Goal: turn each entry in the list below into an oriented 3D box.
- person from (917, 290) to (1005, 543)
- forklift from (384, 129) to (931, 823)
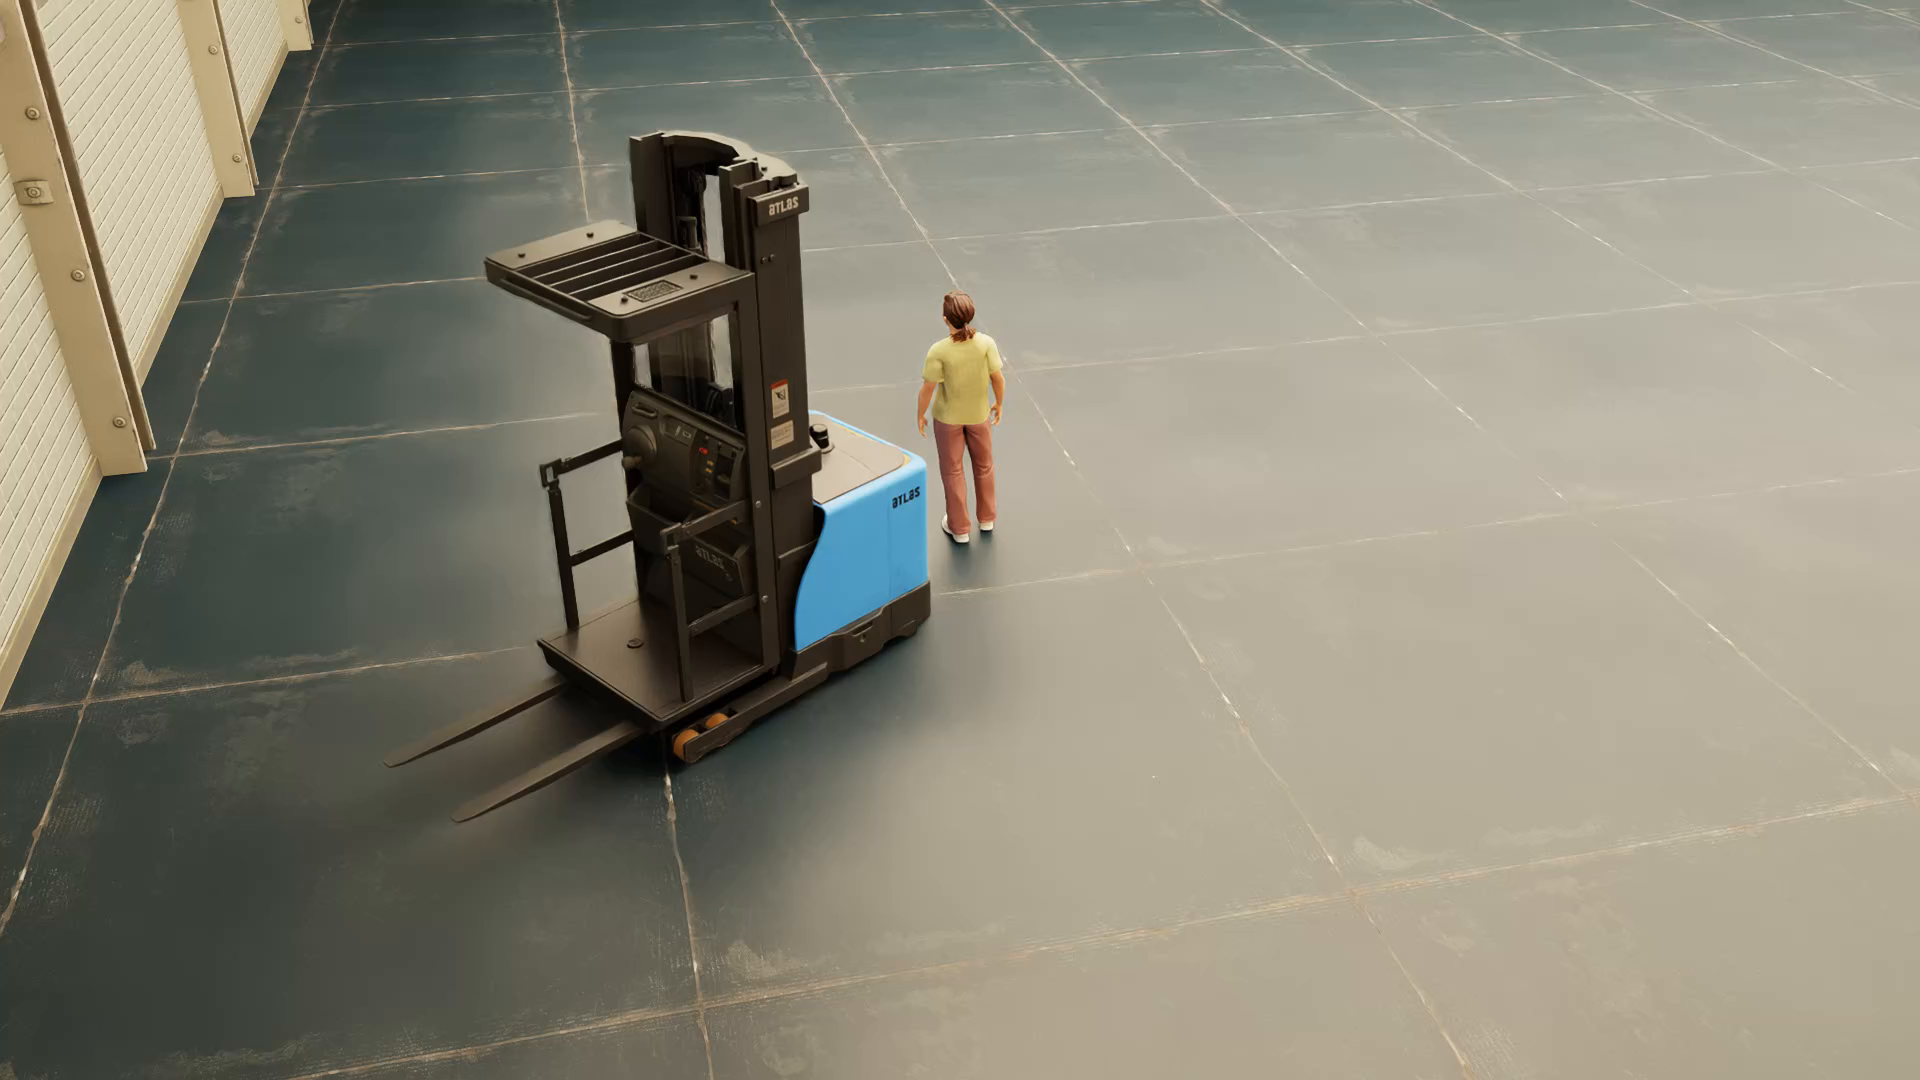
[{"bbox_3d":[-0.008,-0.770,10.148,0.553,1.674,0.534,-7,31,-12],"label":"person"},{"bbox_3d":[-1.549,-0.418,8.296,1.130,2.935,3.031,26,39,37],"label":"forklift"}]
